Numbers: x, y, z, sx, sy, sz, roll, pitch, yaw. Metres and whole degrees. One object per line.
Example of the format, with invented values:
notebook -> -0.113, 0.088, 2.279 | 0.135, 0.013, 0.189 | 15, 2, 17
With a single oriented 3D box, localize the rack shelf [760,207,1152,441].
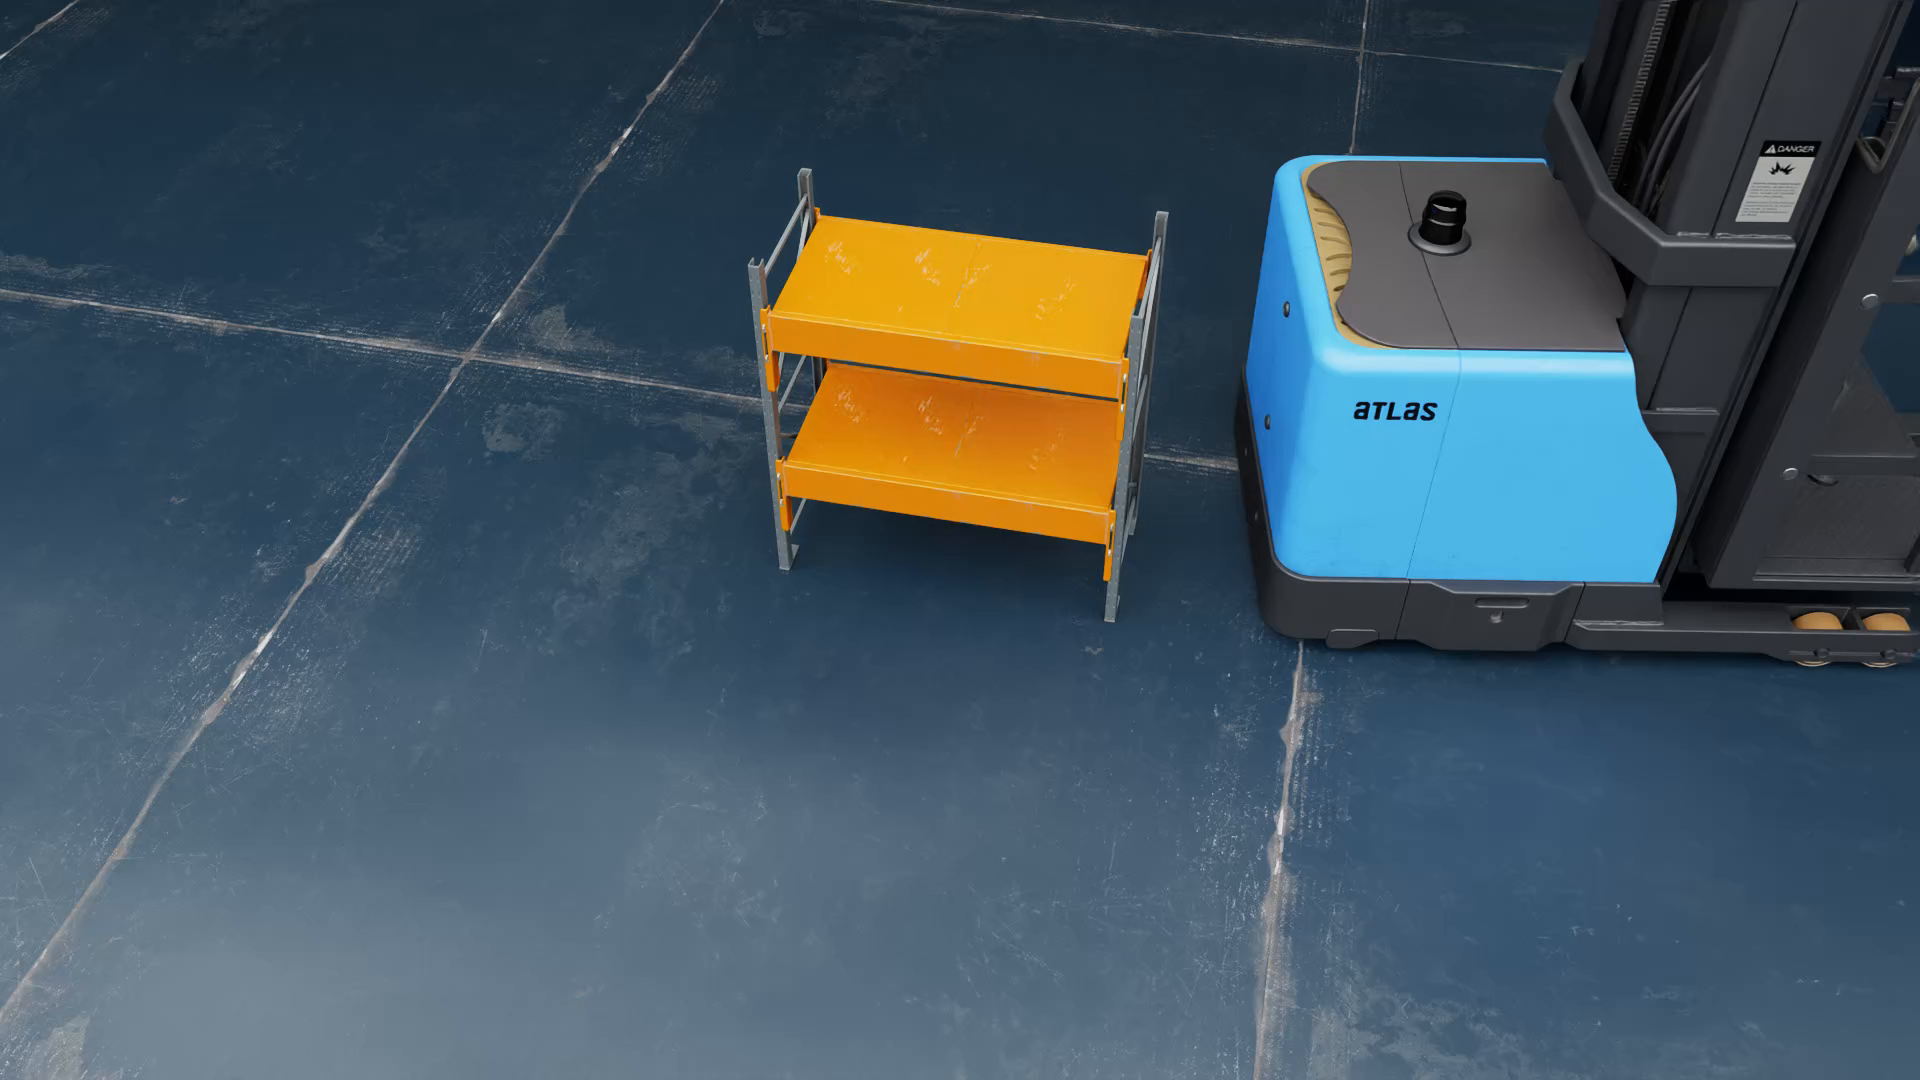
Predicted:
rack shelf -> 0.007, -0.615, 4.656 | 1.000, 0.278, 0.538 | 9, 45, 9

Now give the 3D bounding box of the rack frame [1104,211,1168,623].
rack frame -> 0.503, -0.327, 4.779 | 0.032, 1.125, 0.500 | 9, 45, 9

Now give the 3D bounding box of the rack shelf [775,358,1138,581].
rack shelf -> 0.007, -0.228, 5.028 | 1.000, 0.278, 0.538 | 9, 45, 9

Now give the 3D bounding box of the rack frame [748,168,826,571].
rack frame -> -0.489, -0.481, 4.939 | 0.032, 1.125, 0.500 | 9, 45, 9

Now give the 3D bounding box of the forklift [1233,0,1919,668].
forklift -> 2.414, -1.059, 4.237 | 3.031, 2.935, 1.130 | 1, 44, 1

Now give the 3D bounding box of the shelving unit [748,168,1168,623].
shelving unit -> 0.007, -0.404, 4.859 | 1.048, 1.125, 0.538 | 9, 45, 9
